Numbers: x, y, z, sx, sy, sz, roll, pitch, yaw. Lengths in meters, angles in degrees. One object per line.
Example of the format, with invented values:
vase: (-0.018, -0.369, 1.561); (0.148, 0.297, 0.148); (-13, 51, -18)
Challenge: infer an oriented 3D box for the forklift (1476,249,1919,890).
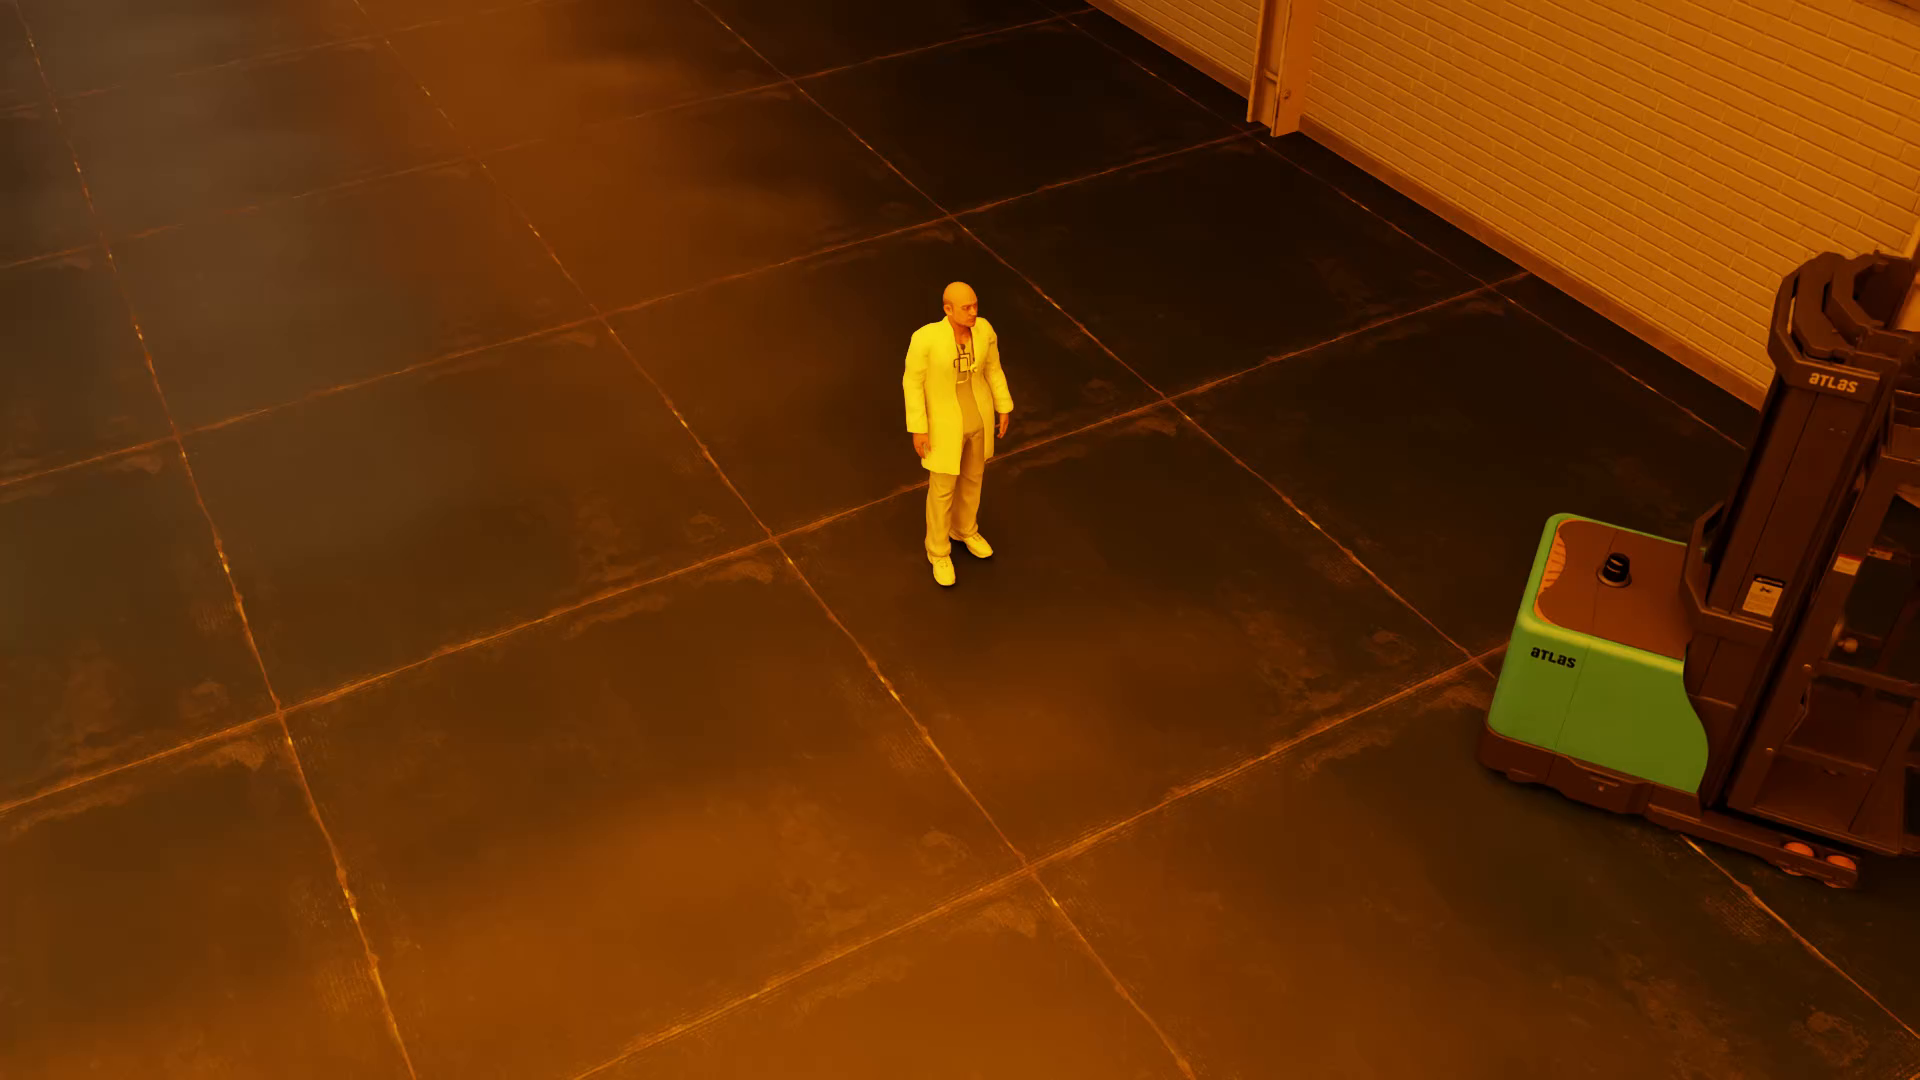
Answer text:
forklift: (4.304, 0.210, 7.783); (3.031, 2.935, 1.130); (17, 42, 19)

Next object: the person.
person: (0.041, -0.638, 9.698); (0.696, 1.775, 0.581); (-20, 44, -23)
